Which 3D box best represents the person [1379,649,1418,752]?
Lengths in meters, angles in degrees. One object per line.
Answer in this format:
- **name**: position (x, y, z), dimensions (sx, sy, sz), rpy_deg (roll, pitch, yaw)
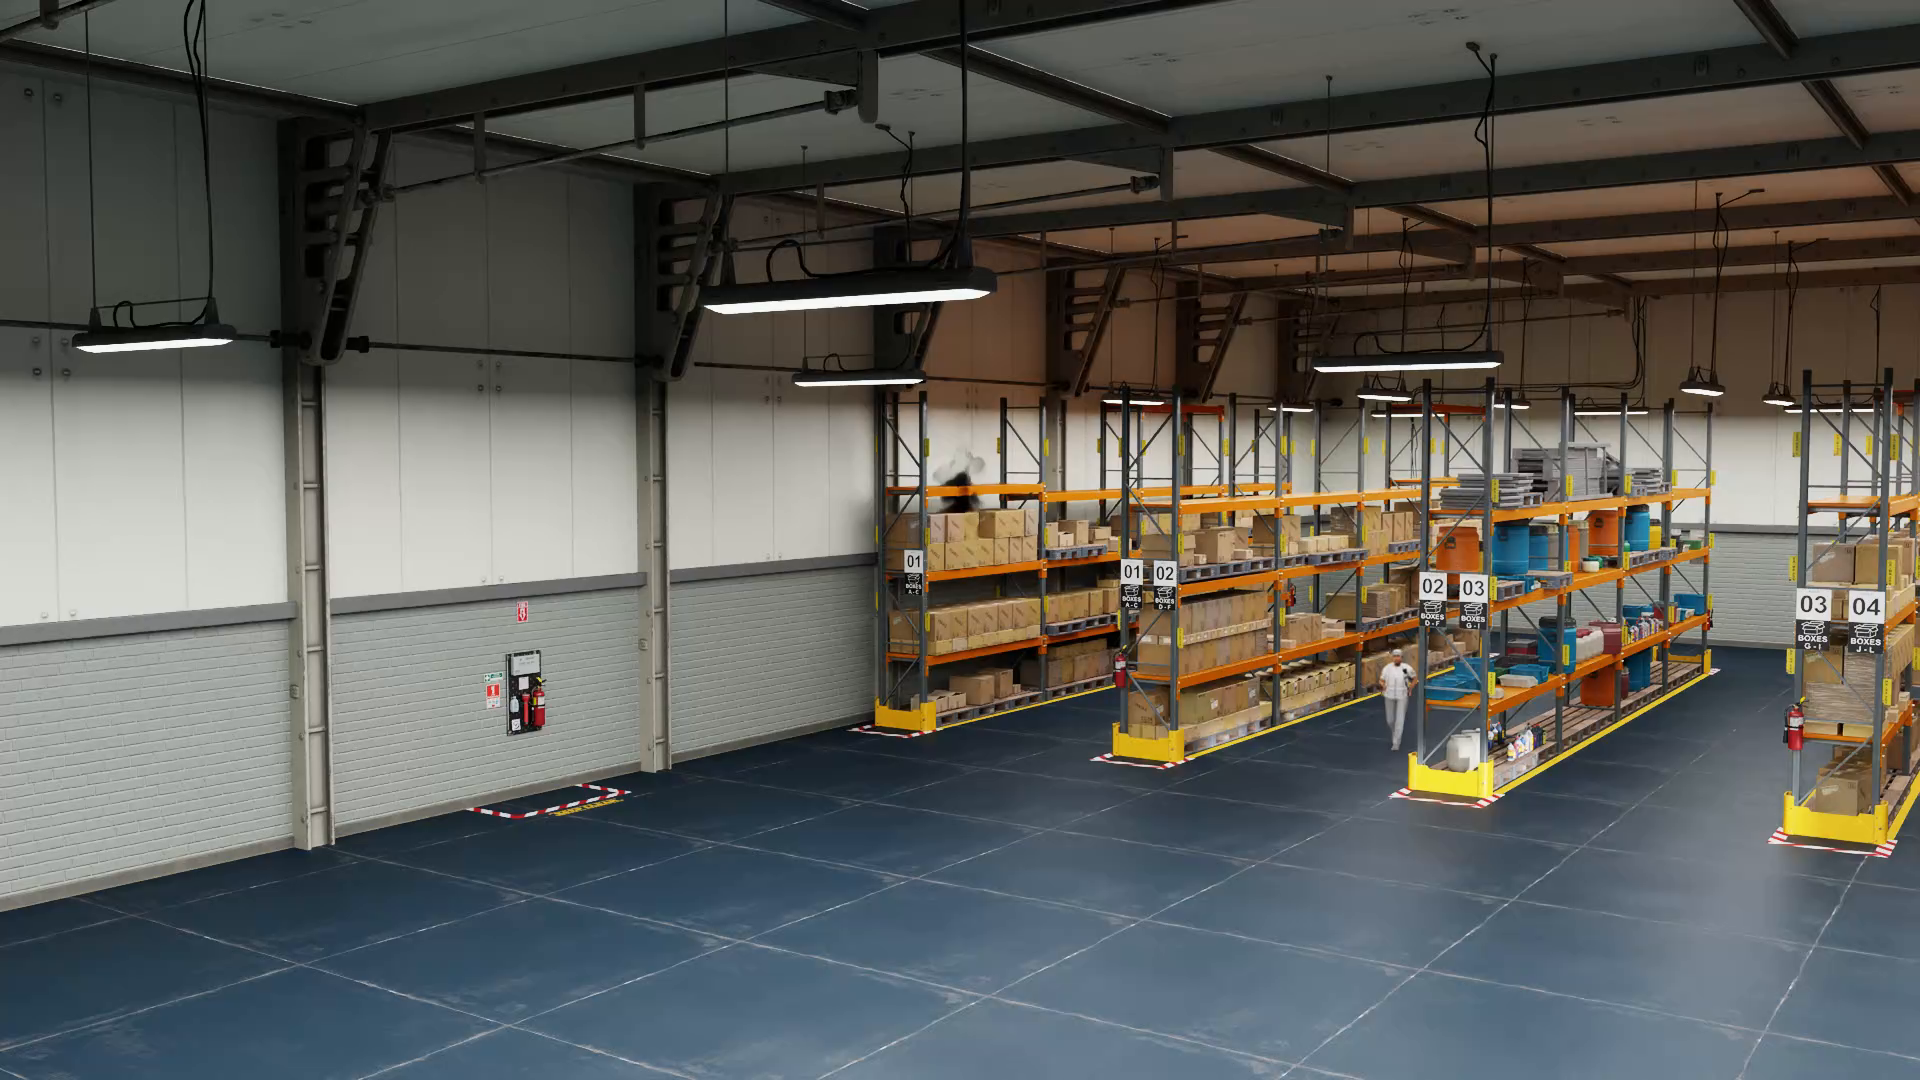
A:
- **person**: position (7.298, 2.649, 27.741), dimensions (0.607, 1.649, 0.849), rpy_deg (1, 3, 23)
